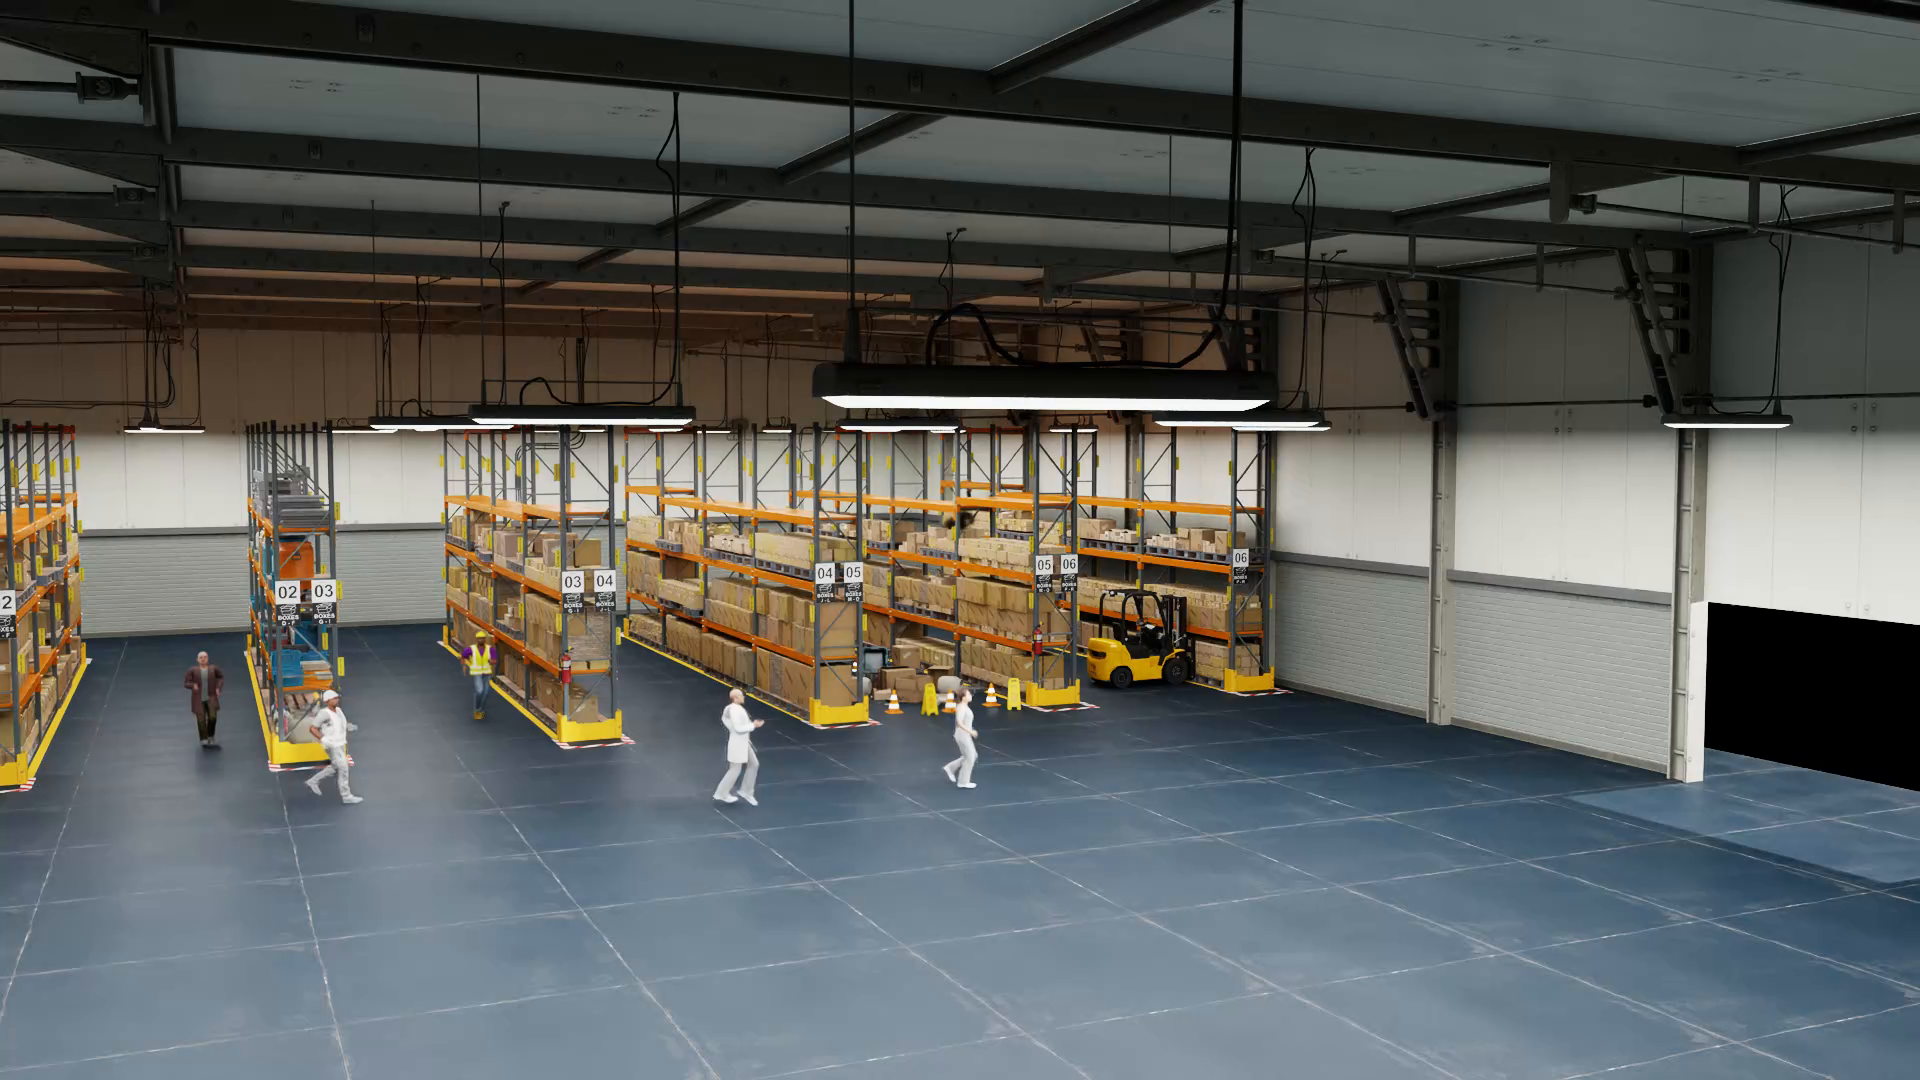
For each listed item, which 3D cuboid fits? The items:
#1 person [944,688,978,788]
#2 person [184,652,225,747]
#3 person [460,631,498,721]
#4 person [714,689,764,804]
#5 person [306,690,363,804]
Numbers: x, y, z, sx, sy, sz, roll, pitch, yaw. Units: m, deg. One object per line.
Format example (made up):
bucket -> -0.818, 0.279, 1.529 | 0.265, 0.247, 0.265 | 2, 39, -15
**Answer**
person -> 0.014, 3.215, 27.032 | 0.566, 1.634, 0.582 | 0, 4, 3
person -> -13.855, 2.937, 30.526 | 0.691, 1.763, 0.672 | -2, 4, -27
person -> -9.677, 2.745, 33.598 | 0.670, 1.801, 0.728 | -2, 4, -33
person -> -3.424, 3.227, 25.774 | 0.794, 1.844, 0.685 | 0, 4, 0
person -> -9.769, 3.214, 25.896 | 0.941, 1.763, 0.696 | 0, 4, 2
